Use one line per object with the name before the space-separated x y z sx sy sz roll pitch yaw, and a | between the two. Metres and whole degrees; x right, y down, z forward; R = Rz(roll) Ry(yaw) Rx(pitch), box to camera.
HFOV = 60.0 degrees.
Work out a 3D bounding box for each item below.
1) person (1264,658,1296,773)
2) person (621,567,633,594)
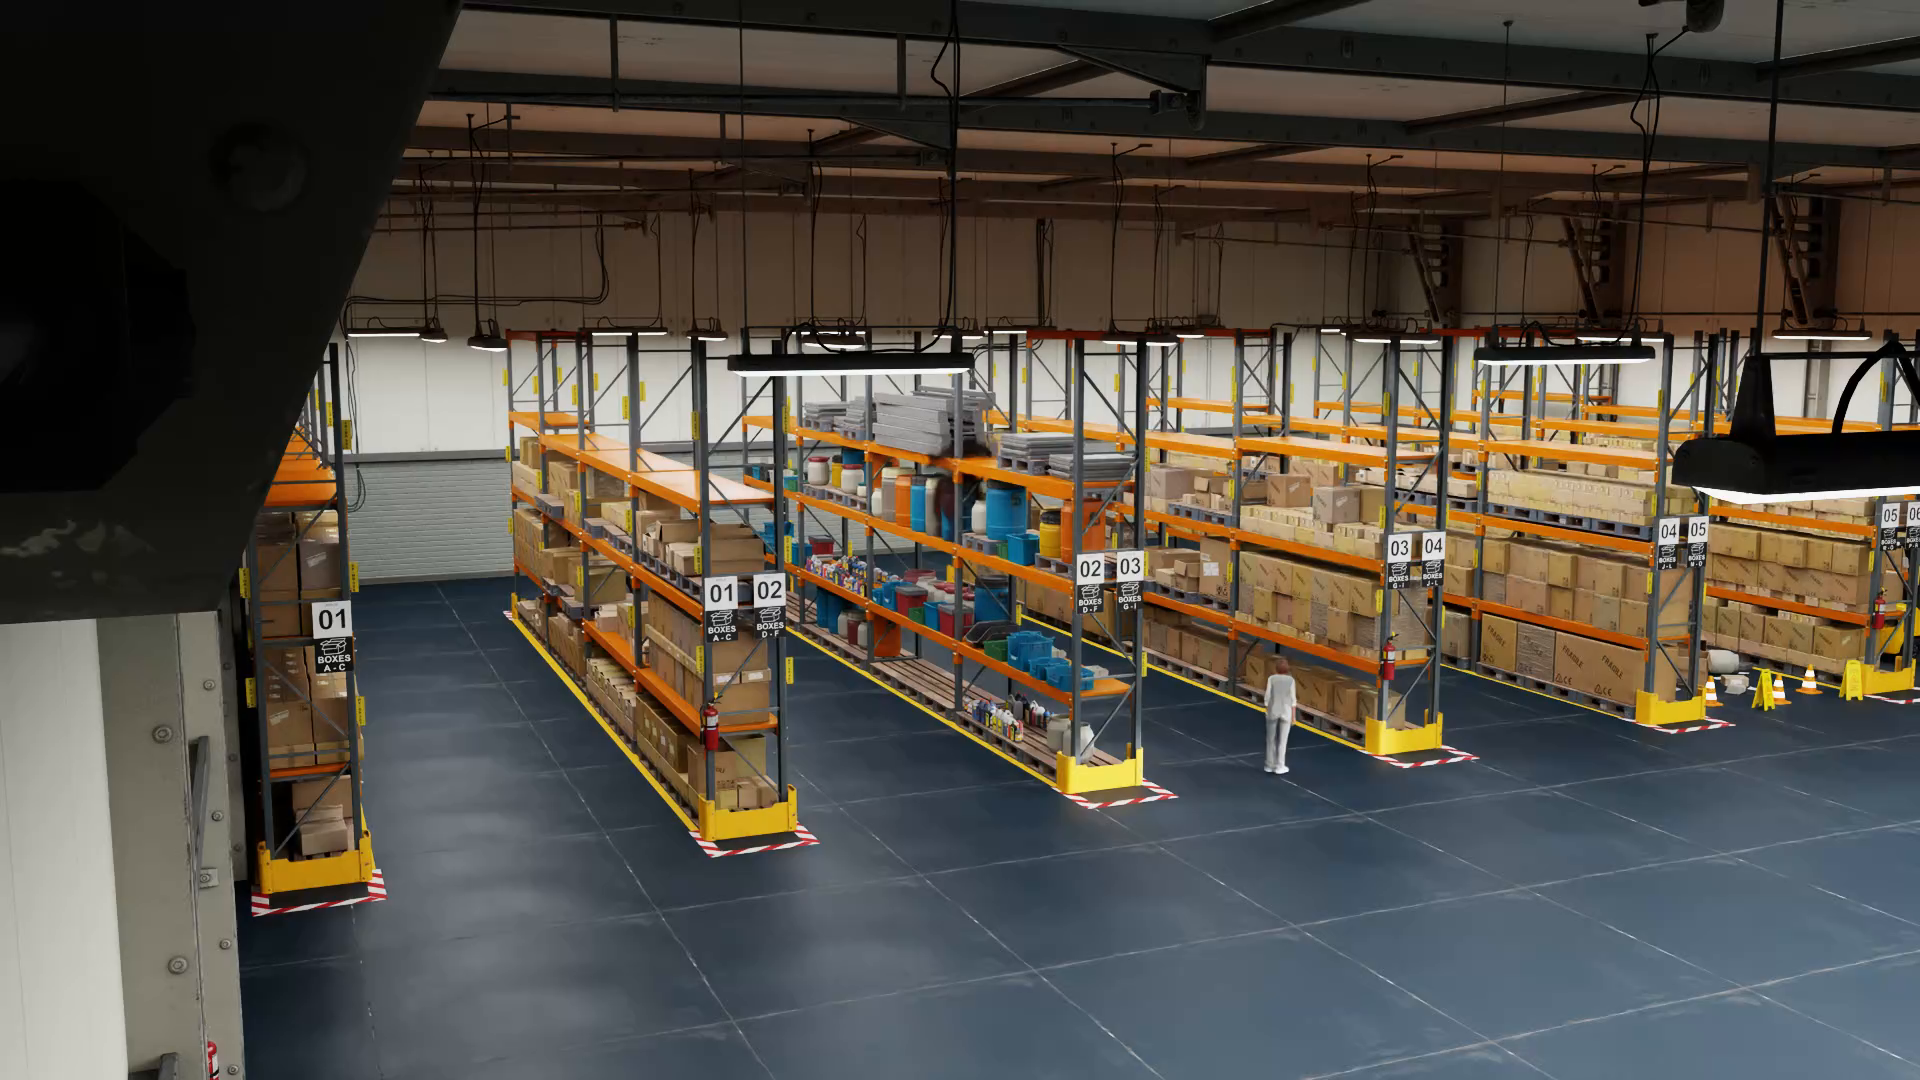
person | 4.412 2.429 22.945 0.431 1.608 0.330 2 8 11
person | -7.021 0.716 34.947 0.634 1.713 1.181 -4 9 -28
